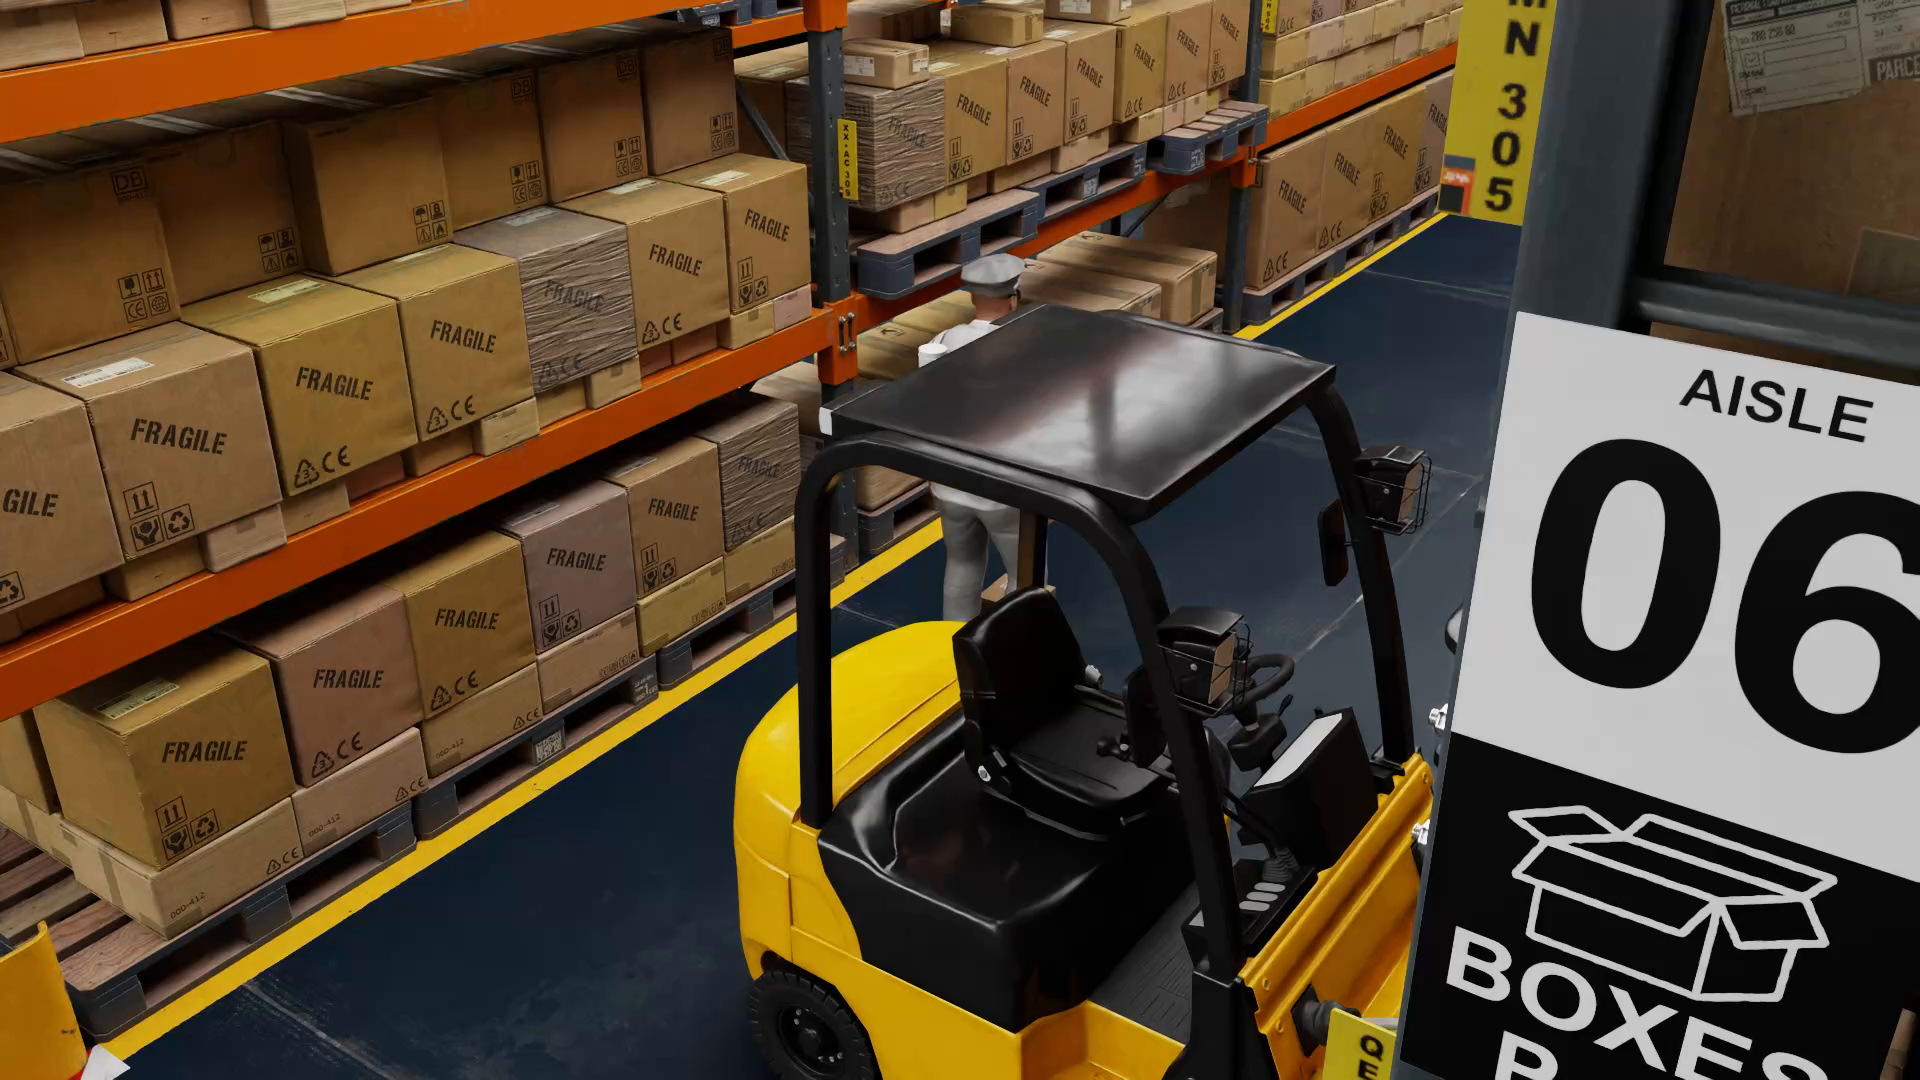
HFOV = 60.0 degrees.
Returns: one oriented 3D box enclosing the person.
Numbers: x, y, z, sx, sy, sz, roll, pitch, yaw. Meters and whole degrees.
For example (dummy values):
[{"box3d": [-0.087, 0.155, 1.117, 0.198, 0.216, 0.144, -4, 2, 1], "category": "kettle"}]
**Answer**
[{"box3d": [0.116, -0.228, 6.558, 0.604, 1.750, 0.429, 14, 30, 25], "category": "person"}]
